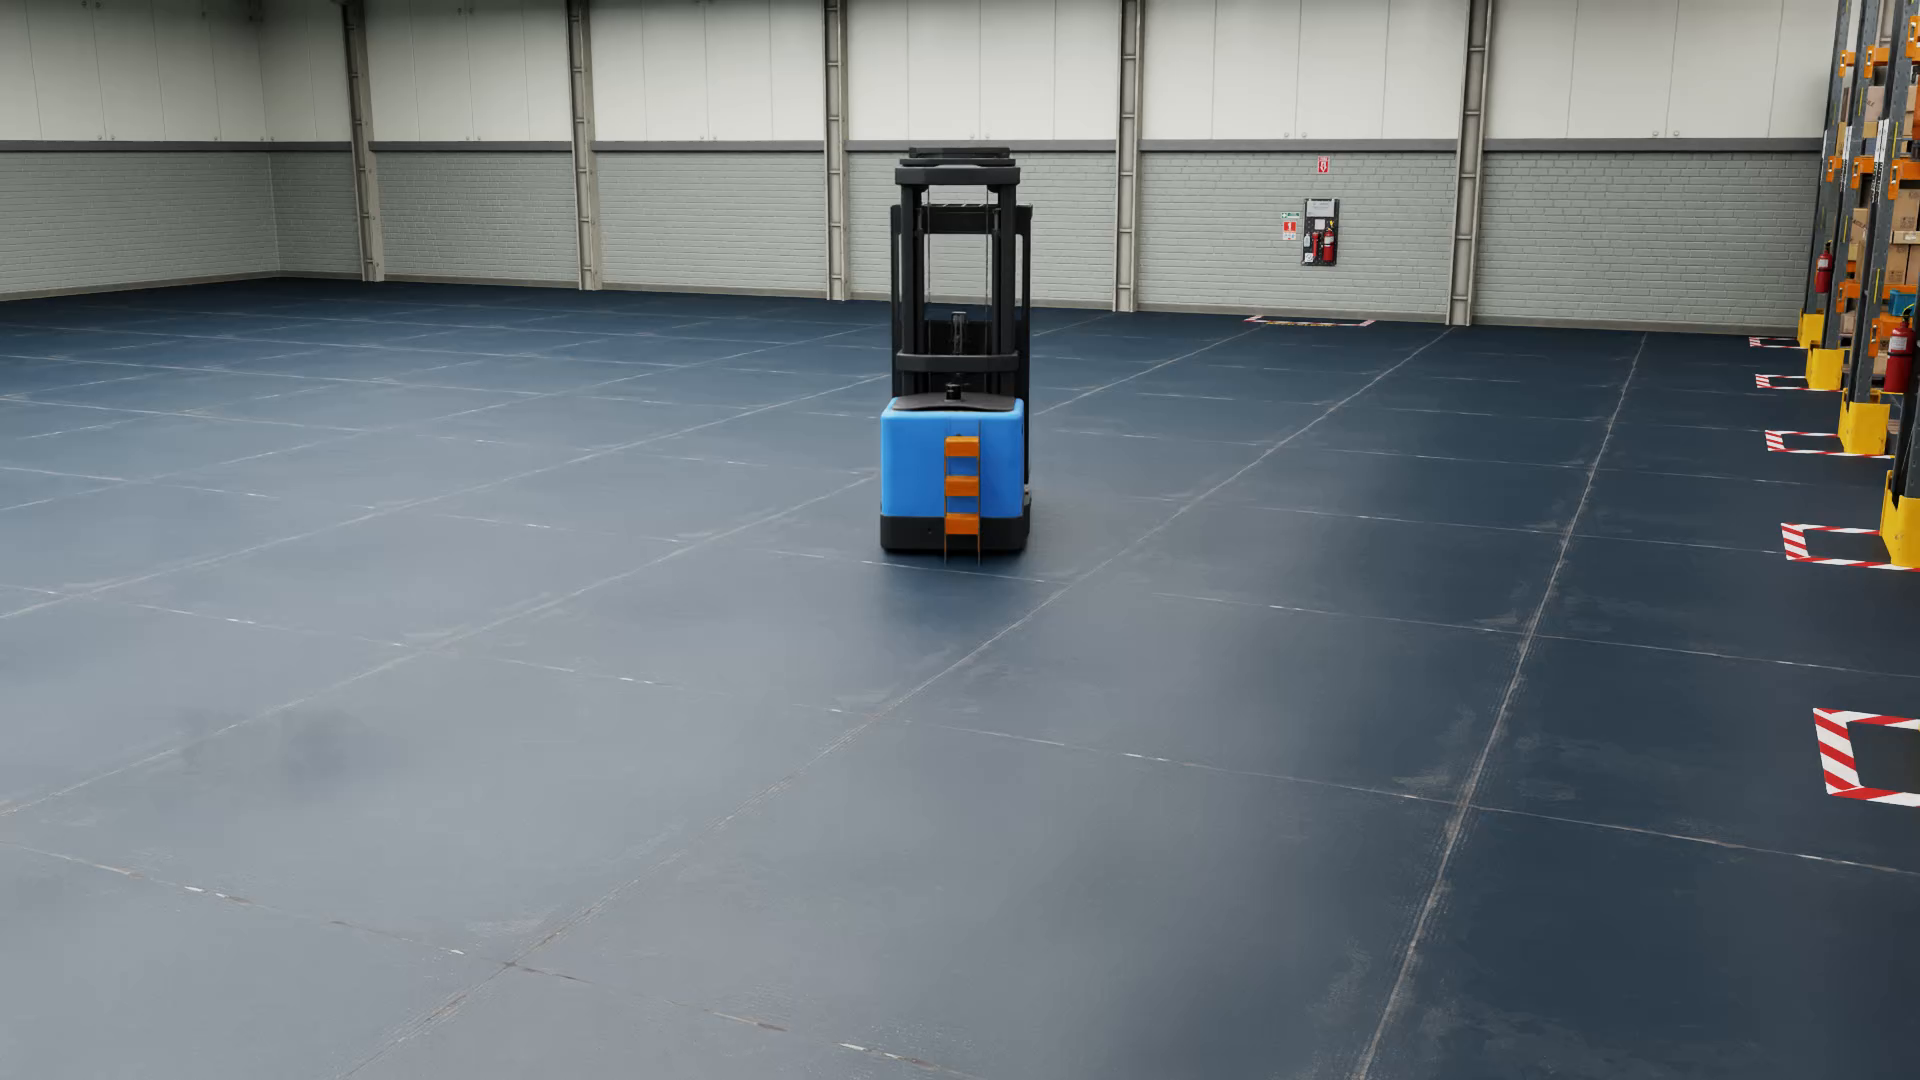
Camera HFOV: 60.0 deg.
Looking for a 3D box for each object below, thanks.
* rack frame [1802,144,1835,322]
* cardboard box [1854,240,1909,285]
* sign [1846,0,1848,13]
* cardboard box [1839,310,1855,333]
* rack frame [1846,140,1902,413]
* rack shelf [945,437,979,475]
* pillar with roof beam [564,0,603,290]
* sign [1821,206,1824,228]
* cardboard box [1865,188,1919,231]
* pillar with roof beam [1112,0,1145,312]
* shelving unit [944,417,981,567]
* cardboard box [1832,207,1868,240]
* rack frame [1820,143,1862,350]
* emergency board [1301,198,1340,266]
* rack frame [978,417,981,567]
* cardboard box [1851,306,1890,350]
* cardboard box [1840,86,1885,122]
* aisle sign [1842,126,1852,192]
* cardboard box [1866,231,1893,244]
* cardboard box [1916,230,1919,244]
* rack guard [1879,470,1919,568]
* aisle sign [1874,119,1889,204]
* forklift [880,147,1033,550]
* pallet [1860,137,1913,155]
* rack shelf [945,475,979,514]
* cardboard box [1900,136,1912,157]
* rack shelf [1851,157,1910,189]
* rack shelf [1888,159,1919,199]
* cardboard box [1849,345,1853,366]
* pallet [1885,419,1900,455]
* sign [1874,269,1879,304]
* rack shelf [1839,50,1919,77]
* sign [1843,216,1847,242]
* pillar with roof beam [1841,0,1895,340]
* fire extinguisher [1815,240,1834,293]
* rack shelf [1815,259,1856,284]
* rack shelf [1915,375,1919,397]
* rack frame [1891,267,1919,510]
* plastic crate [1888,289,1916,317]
[{"bbox_3d":[13.050,-4.490,25.323,0.127,3.000,1.000,6,14,23],"label":"rack frame"},{"bbox_3d":[11.469,-3.458,20.705,0.500,0.500,0.700,6,14,23],"label":"cardboard box"},{"bbox_3d":[12.830,-7.790,24.038,0.005,0.325,0.100,6,14,23],"label":"sign"},{"bbox_3d":[13.646,-3.312,25.226,0.500,0.311,0.500,4,14,17],"label":"cardboard box"},{"bbox_3d":[9.037,-2.420,16.504,0.127,3.000,1.000,6,14,23],"label":"rack frame"},{"bbox_3d":[0.017,-0.610,11.860,0.240,0.259,0.215,1,13,3],"label":"rack shelf"},{"bbox_3d":[-9.646,-8.848,30.763,0.400,9.000,9.100,6,14,23],"label":"pillar with roof beam"},{"bbox_3d":[12.830,-4.798,24.741,0.005,0.325,0.100,6,14,23],"label":"sign"},{"bbox_3d":[11.517,-4.084,20.536,0.500,0.500,0.700,6,14,23],"label":"cardboard box"},{"bbox_3d":[1.325,-7.737,26.031,0.400,9.000,9.100,6,14,23],"label":"pillar with roof beam"},{"bbox_3d":[0.017,-0.344,11.922,0.252,1.050,0.215,1,13,3],"label":"shelving unit"},{"bbox_3d":[13.567,-4.792,25.255,0.500,0.500,0.500,6,14,23],"label":"cardboard box"},{"bbox_3d":[11.047,-3.455,20.912,0.127,3.000,1.000,6,14,23],"label":"rack frame"},{"bbox_3d":[6.311,-5.397,29.191,0.643,1.169,0.194,6,14,23],"label":"emergency board"},{"bbox_3d":[0.139,-0.343,11.917,0.008,1.050,0.200,1,13,3],"label":"rack frame"},{"bbox_3d":[11.658,-2.698,21.146,0.500,0.500,0.500,6,14,23],"label":"cardboard box"},{"bbox_3d":[13.304,-6.409,24.484,0.500,0.500,0.500,5,14,19],"label":"cardboard box"},{"bbox_3d":[10.863,-4.662,20.368,0.004,0.787,0.394,6,14,23],"label":"aisle sign"},{"bbox_3d":[11.319,-3.738,20.480,0.250,0.149,0.380,6,14,23],"label":"cardboard box"},{"bbox_3d":[11.789,-3.691,20.278,0.250,0.149,0.380,6,14,23],"label":"cardboard box"},{"bbox_3d":[7.101,-0.162,12.351,0.348,0.500,1.175,6,14,23],"label":"rack guard"},{"bbox_3d":[8.853,-3.632,15.975,0.004,0.787,0.394,6,14,23],"label":"aisle sign"},{"bbox_3d":[0.020,-1.634,13.302,1.130,2.935,3.031,1,13,3],"label":"forklift"},{"bbox_3d":[11.683,-4.801,20.277,1.213,0.211,1.003,6,14,23],"label":"pallet"},{"bbox_3d":[0.017,-0.334,11.925,0.240,0.259,0.215,1,13,3],"label":"rack shelf"},{"bbox_3d":[13.731,-5.868,24.368,0.500,0.500,0.500,7,15,27],"label":"cardboard box"},{"bbox_3d":[12.876,-4.380,19.862,4.000,0.370,1.077,6,14,23],"label":"rack shelf"},{"bbox_3d":[10.866,-3.346,15.455,4.000,0.370,1.077,6,14,23],"label":"rack shelf"},{"bbox_3d":[11.657,-2.333,21.229,0.500,0.250,0.500,6,14,23],"label":"cardboard box"},{"bbox_3d":[9.866,-0.989,16.509,1.213,0.211,1.003,6,14,23],"label":"pallet"},{"bbox_3d":[8.810,-2.441,15.984,0.005,0.325,0.100,6,14,23],"label":"sign"},{"bbox_3d":[14.879,-6.874,23.931,4.000,0.370,1.077,6,14,23],"label":"rack shelf"},{"bbox_3d":[10.817,-3.799,20.312,0.005,0.325,0.100,6,14,23],"label":"sign"},{"bbox_3d":[12.297,-6.627,21.299,0.400,9.000,9.100,6,14,23],"label":"pillar with roof beam"},{"bbox_3d":[11.127,-3.525,21.381,0.183,0.674,0.296,6,14,23],"label":"fire extinguisher"},{"bbox_3d":[14.879,-3.954,24.616,4.000,0.370,1.077,6,14,23],"label":"rack shelf"},{"bbox_3d":[8.860,-0.851,11.389,4.000,0.370,1.077,6,14,23],"label":"rack shelf"},{"bbox_3d":[7.031,-1.386,12.095,0.127,3.000,1.000,6,14,23],"label":"rack frame"},{"bbox_3d":[9.616,-2.364,16.590,0.616,0.251,0.499,6,14,23],"label":"plastic crate"}]
